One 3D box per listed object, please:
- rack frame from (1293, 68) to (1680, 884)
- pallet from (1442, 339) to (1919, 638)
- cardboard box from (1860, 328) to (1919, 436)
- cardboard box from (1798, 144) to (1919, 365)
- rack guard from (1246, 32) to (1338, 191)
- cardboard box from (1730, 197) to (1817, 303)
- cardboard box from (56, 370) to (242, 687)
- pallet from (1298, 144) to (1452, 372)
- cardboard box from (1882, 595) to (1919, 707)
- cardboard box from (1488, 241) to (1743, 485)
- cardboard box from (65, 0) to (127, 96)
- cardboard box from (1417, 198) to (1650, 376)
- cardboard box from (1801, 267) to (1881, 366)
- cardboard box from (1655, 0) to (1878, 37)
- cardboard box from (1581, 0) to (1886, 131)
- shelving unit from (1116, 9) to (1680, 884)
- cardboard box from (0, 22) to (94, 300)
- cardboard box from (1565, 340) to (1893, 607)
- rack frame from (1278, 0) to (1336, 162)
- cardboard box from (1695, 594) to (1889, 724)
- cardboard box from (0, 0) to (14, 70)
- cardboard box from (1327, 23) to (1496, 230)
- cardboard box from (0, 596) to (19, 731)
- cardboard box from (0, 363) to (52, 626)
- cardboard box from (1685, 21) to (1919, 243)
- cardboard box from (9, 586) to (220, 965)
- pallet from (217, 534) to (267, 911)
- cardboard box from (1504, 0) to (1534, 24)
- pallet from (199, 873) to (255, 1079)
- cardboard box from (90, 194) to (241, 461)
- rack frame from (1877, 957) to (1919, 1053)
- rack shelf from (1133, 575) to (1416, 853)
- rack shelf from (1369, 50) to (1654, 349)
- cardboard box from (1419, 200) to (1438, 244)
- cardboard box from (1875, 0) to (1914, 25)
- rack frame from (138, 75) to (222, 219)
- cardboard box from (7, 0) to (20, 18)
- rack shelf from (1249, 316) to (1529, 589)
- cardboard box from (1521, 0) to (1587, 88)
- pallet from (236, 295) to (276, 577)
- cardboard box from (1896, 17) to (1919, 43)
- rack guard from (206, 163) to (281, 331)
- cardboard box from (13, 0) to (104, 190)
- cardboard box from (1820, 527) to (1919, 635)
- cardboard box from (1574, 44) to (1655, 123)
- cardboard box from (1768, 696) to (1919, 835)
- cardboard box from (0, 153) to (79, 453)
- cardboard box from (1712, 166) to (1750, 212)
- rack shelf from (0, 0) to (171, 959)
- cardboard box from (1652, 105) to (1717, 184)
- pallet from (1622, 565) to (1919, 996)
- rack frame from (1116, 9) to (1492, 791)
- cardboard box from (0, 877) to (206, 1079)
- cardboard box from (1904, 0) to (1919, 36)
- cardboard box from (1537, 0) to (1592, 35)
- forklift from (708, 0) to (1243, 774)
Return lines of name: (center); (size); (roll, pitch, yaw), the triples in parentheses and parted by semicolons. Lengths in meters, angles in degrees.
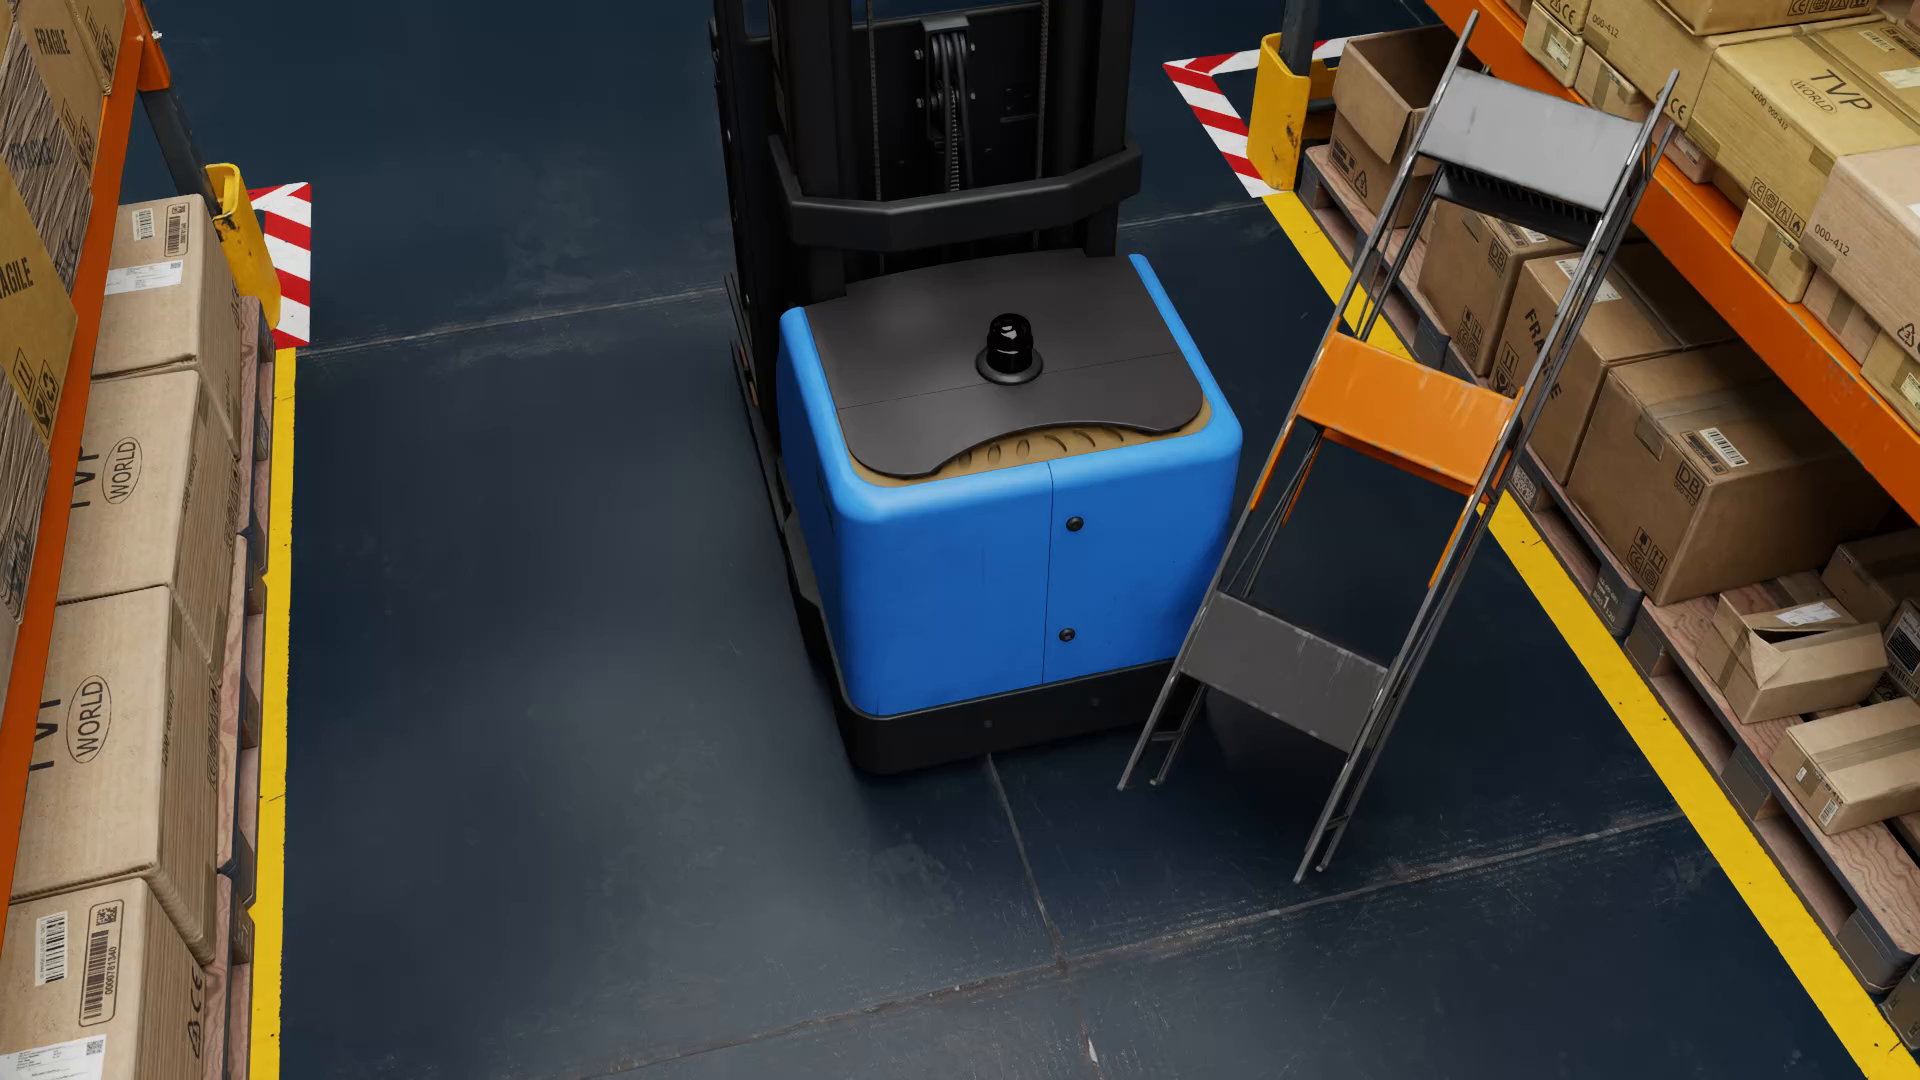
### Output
rack frame: (1.307, -0.114, 4.109); (0.015, 0.400, 2.100); (26, 95, 22)
pallet: (2.277, -0.284, 5.380); (1.003, 0.211, 1.213); (-11, 47, -10)
cardboard box: (2.265, -0.378, 3.696); (0.380, 0.149, 0.250); (-10, 46, -9)
cardboard box: (2.259, -0.643, 3.677); (0.500, 0.250, 0.500); (-11, 47, -10)
rack guard: (1.764, -1.776, 6.640); (1.175, 0.500, 0.348); (-11, 47, -10)
cardboard box: (2.131, -0.736, 4.047); (0.380, 0.149, 0.250); (-11, 47, -11)
cardboard box: (-2.545, 0.025, 4.626); (0.875, 0.438, 0.875); (-10, 46, -9)
pallet: (1.969, -1.124, 6.204); (1.003, 0.211, 1.213); (-11, 47, -10)
cardboard box: (2.828, 0.353, 4.392); (0.500, 0.311, 0.500); (-9, 46, -9)
cardboard box: (2.029, -0.555, 5.150); (0.500, 0.500, 0.500); (-10, 46, -10)
cardboard box: (-2.674, -1.543, 4.592); (0.500, 0.500, 0.500); (-10, 47, -10)
cardboard box: (1.990, -0.938, 5.525); (0.700, 0.500, 0.500); (-9, 46, -9)
cardboard box: (2.224, -0.564, 3.879); (0.380, 0.149, 0.250); (-10, 46, -9)
cardboard box: (1.984, -1.619, 4.108); (0.500, 0.500, 0.500); (-10, 46, -9)
cardboard box: (2.014, -1.346, 4.365); (0.500, 0.250, 0.500); (-12, 47, -11)
shelving unit: (1.104, -0.212, 4.201); (0.503, 0.431, 2.100); (26, 95, 22)
cardboard box: (-2.419, -0.841, 3.904); (0.500, 0.500, 0.500); (-9, 46, -9)
cardboard box: (2.256, -0.222, 4.823); (0.700, 0.500, 0.500); (-12, 47, -12)
rack frame: (1.744, -2.703, 5.799); (1.000, 3.000, 0.127); (-11, 47, -10)
cardboard box: (2.250, 0.291, 4.485); (0.396, 0.266, 0.258); (-9, 46, -9)
cardboard box: (-2.414, -1.191, 3.547); (0.500, 0.500, 0.500); (-11, 47, -11)
cardboard box: (1.809, -1.537, 6.110); (0.797, 0.503, 0.637); (-12, 47, -12)
cardboard box: (-2.021, 0.214, 2.870); (0.500, 0.500, 0.500); (-10, 47, -10)
cardboard box: (-2.142, -0.131, 3.208); (0.500, 0.500, 0.500); (-10, 47, -10)
cardboard box: (2.145, -0.990, 4.017); (0.500, 0.250, 0.500); (-11, 47, -11)
cardboard box: (-2.316, 0.647, 4.015); (0.875, 0.438, 0.875); (-12, 47, -11)
pallet: (-2.464, 0.562, 4.552); (1.003, 0.211, 1.213); (-11, 47, -10)
cardboard box: (1.853, -1.628, 4.921); (0.380, 0.149, 0.250); (-10, 46, -10)
pallet: (-2.148, 1.405, 3.725); (1.003, 0.211, 1.213); (-11, 47, -10)
cardboard box: (-2.788, -0.606, 5.243); (0.875, 0.438, 0.875); (-12, 47, -12)
rack frame: (2.768, 0.059, 3.092); (1.000, 3.000, 0.127); (-11, 47, -10)
rack shelf: (0.815, 0.439, 4.253); (0.480, 0.431, 0.518); (26, 95, 22)
rack shelf: (1.382, -0.837, 4.150); (0.480, 0.431, 0.518); (26, 95, 22)
cardboard box: (1.880, -1.112, 5.942); (0.380, 0.149, 0.250); (-12, 47, -12)
cardboard box: (2.505, -1.426, 4.444); (0.500, 0.250, 0.500); (-11, 47, -10)
rack frame: (-3.053, -1.793, 4.907); (1.000, 3.000, 0.127); (-11, 47, -10)
cardboard box: (-2.537, -1.533, 3.882); (0.500, 0.500, 0.500); (-11, 47, -10)
rack shelf: (1.098, -0.199, 4.202); (0.480, 0.431, 0.518); (26, 95, 22)
cardboard box: (1.845, -1.440, 4.736); (0.380, 0.149, 0.250); (-12, 47, -11)
pallet: (-2.773, -0.279, 5.376); (1.003, 0.211, 1.213); (-11, 47, -10)
cardboard box: (2.637, -1.086, 4.111); (0.500, 0.250, 0.500); (-10, 46, -9)
rack guard: (-3.059, -0.935, 5.816); (1.175, 0.500, 0.348); (-11, 47, -10)
cardboard box: (-2.560, -1.194, 4.250); (0.500, 0.500, 0.500); (-12, 47, -11)
cardboard box: (2.716, 0.111, 4.743); (0.380, 0.149, 0.250); (-11, 47, -11)
cardboard box: (1.932, -1.261, 4.562); (0.380, 0.149, 0.250); (-10, 46, -9)
cardboard box: (2.342, 0.578, 4.285); (0.380, 0.149, 0.250); (-12, 47, -12)
cardboard box: (-2.274, -0.487, 3.557); (0.500, 0.500, 0.500); (-9, 46, -9)
cardboard box: (2.173, -0.934, 4.241); (0.380, 0.149, 0.250); (-10, 46, -10)
rack shelf: (-2.541, -0.160, 3.811); (1.077, 0.370, 4.000); (-11, 47, -10)
cardboard box: (2.065, -1.096, 4.400); (0.380, 0.149, 0.250); (-11, 47, -10)
pallet: (2.593, 0.560, 4.553); (1.003, 0.211, 1.213); (-11, 47, -10)
rack frame: (0.900, -0.310, 4.293); (0.015, 0.400, 2.100); (26, 95, 22)
cardboard box: (-2.086, 1.265, 3.410); (0.875, 0.438, 0.875); (-11, 47, -11)
cardboard box: (2.644, -1.332, 3.827); (0.500, 0.500, 0.500); (-12, 47, -11)
cardboard box: (1.862, -1.695, 4.707); (0.500, 0.250, 0.500); (-12, 47, -11)
forklift: (-0.159, -1.461, 4.630); (1.130, 2.935, 3.031); (-11, 47, -10)
